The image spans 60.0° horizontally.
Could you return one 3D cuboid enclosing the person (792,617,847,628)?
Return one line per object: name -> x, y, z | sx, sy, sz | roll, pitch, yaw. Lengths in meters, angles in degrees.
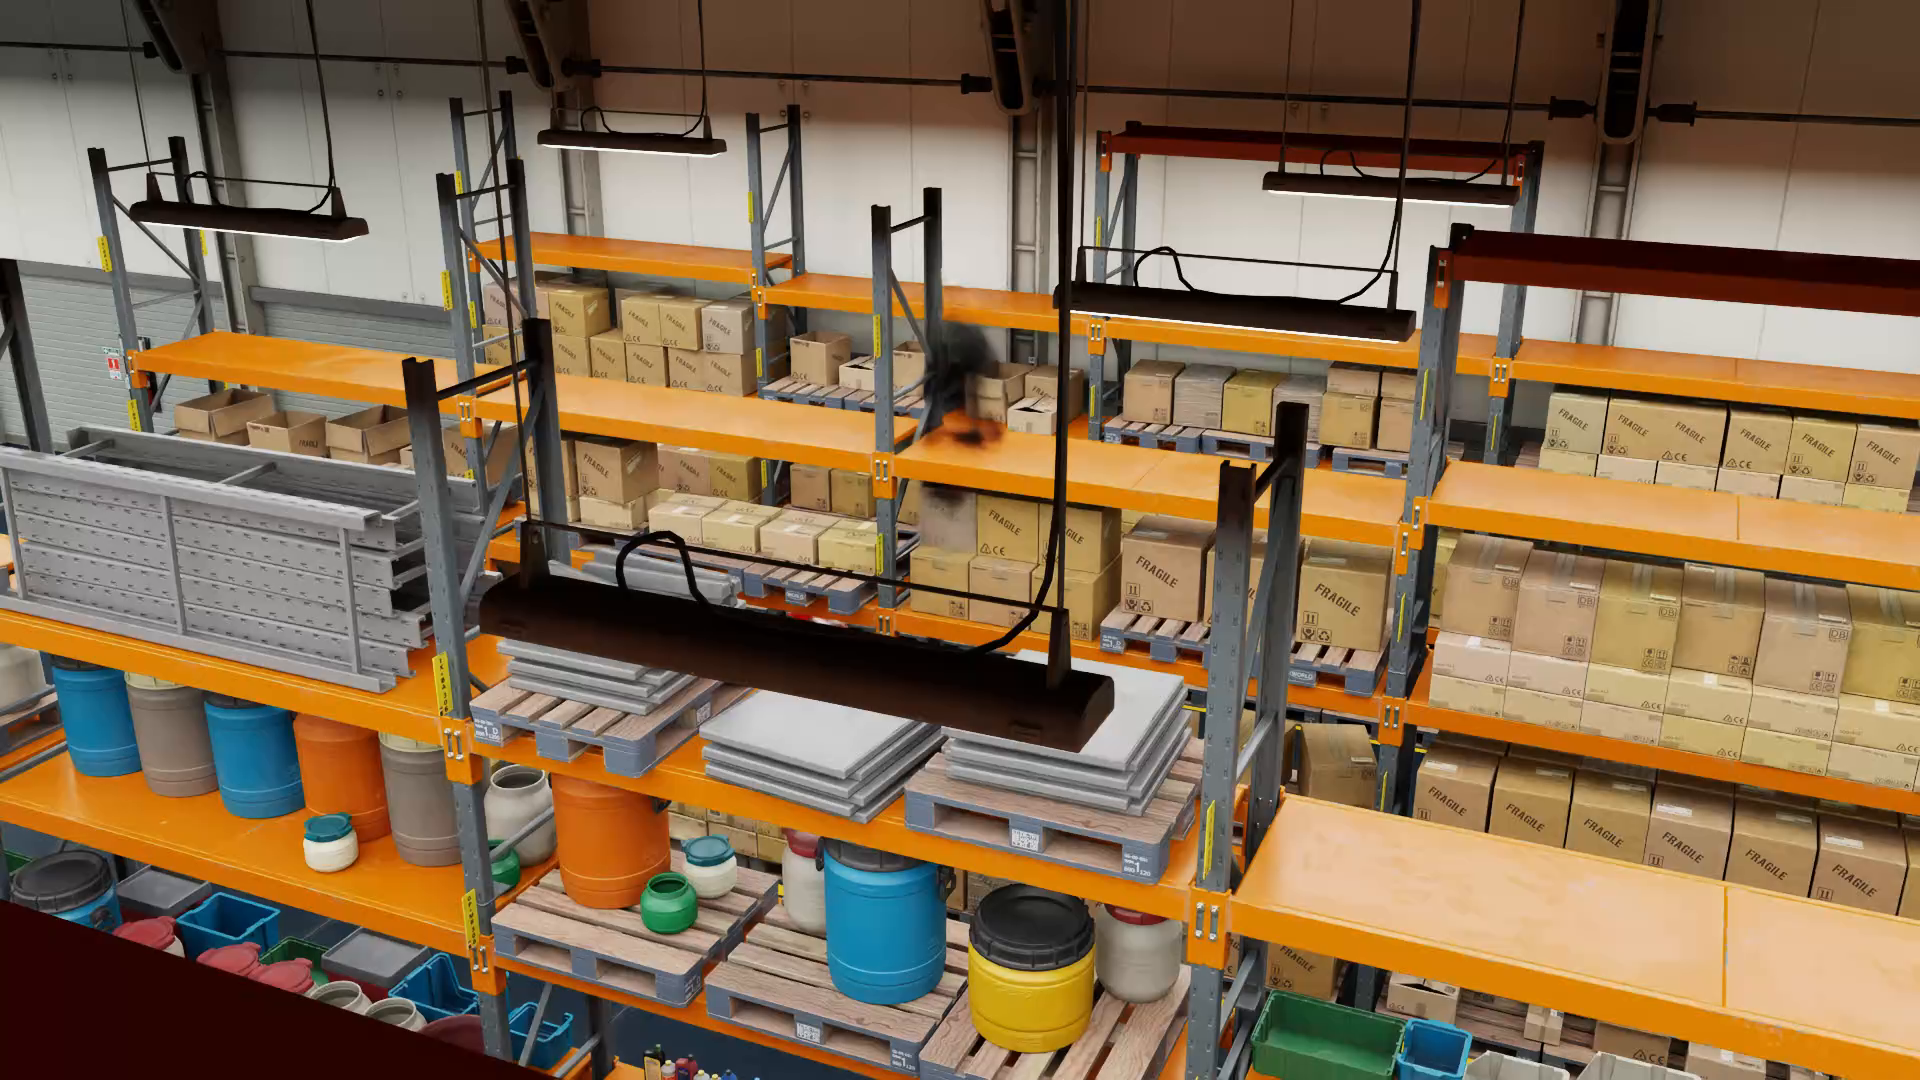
person -> -1.311, 1.385, 16.833 | 0.753, 1.543, 0.692 | 2, 21, 5
